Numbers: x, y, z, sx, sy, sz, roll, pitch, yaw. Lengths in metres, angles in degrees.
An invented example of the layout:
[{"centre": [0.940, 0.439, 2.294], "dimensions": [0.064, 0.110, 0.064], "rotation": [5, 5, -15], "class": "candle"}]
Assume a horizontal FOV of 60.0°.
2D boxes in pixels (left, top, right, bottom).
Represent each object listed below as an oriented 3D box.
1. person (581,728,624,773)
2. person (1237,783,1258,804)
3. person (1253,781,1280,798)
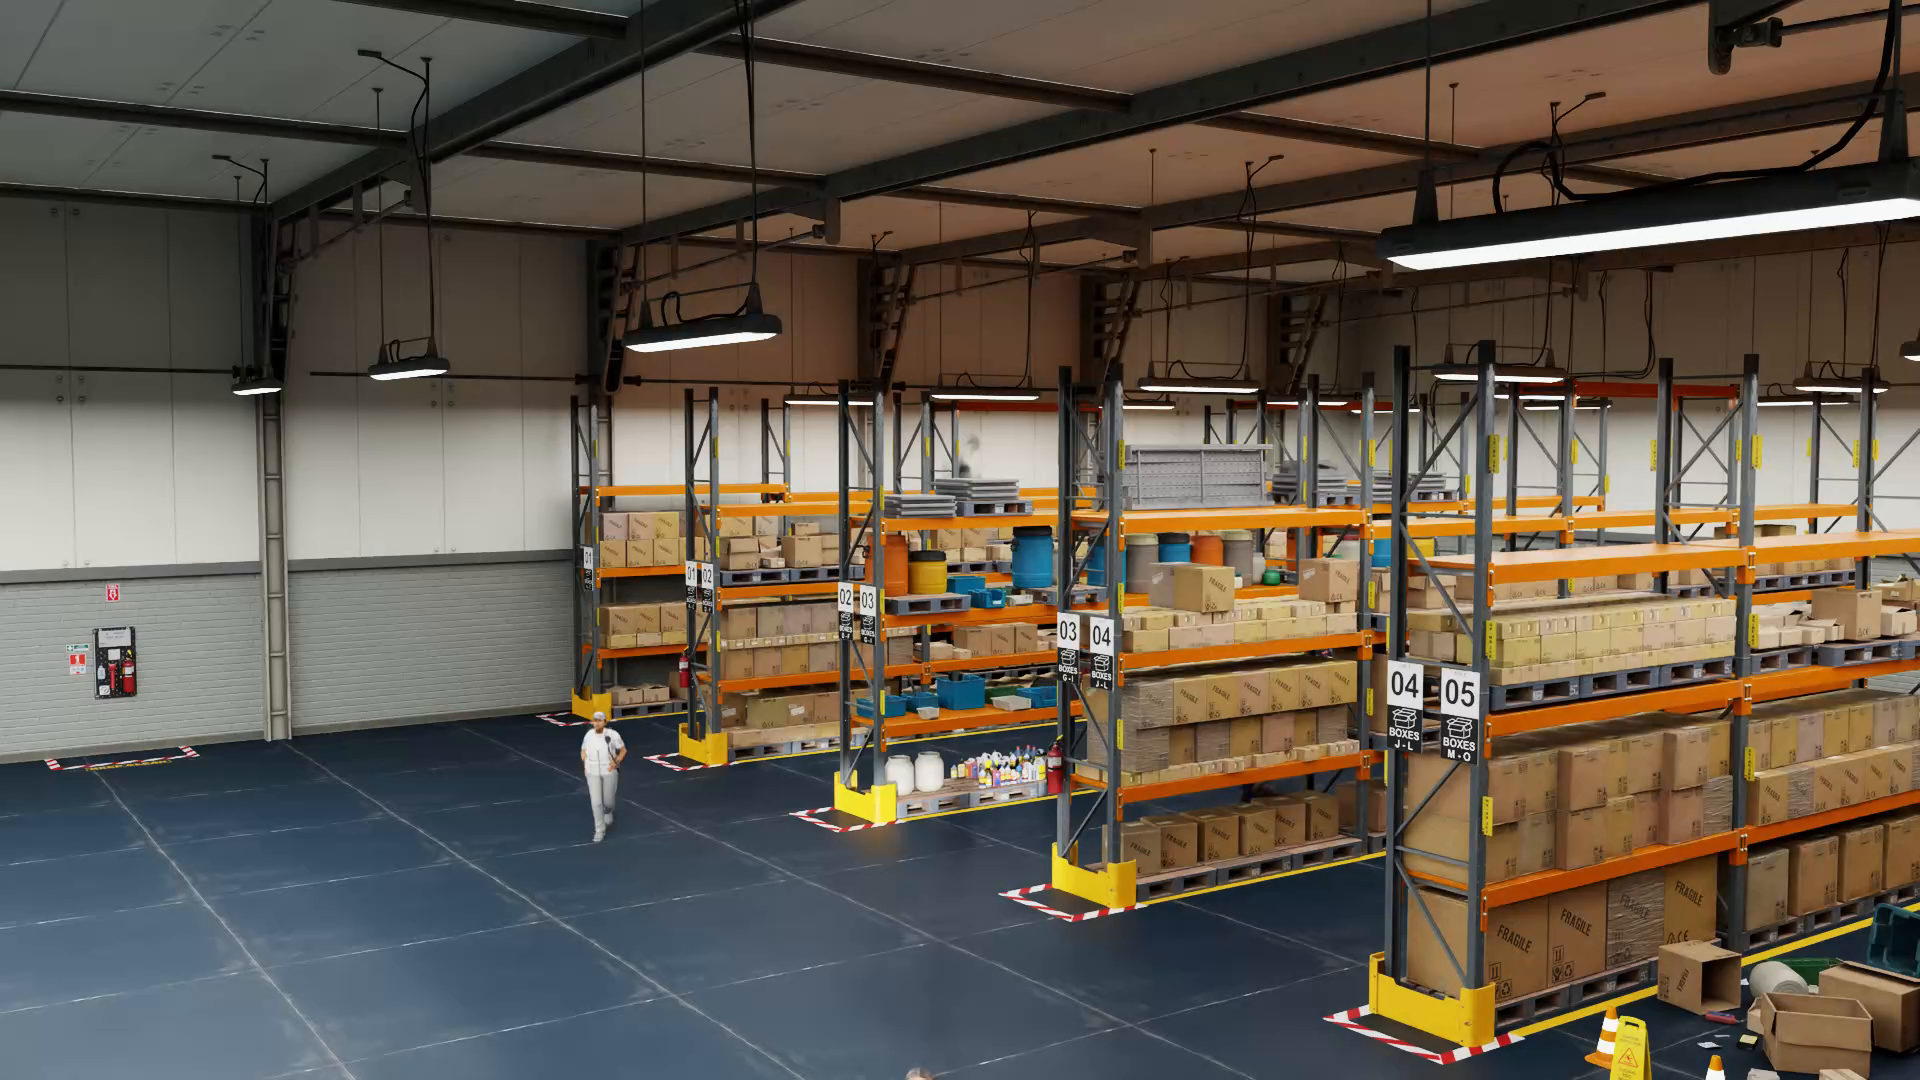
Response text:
[{"centre": [-4.665, 2.723, 21.634], "dimensions": [0.575, 0.570, 0.369], "rotation": [0, 3, -3], "class": "person"}, {"centre": [4.023, 3.057, 23.295], "dimensions": [0.502, 1.405, 0.576], "rotation": [-3, 5, -45], "class": "person"}, {"centre": [4.103, 3.286, 22.470], "dimensions": [0.546, 0.917, 0.413], "rotation": [-2, 4, -35], "class": "person"}]
